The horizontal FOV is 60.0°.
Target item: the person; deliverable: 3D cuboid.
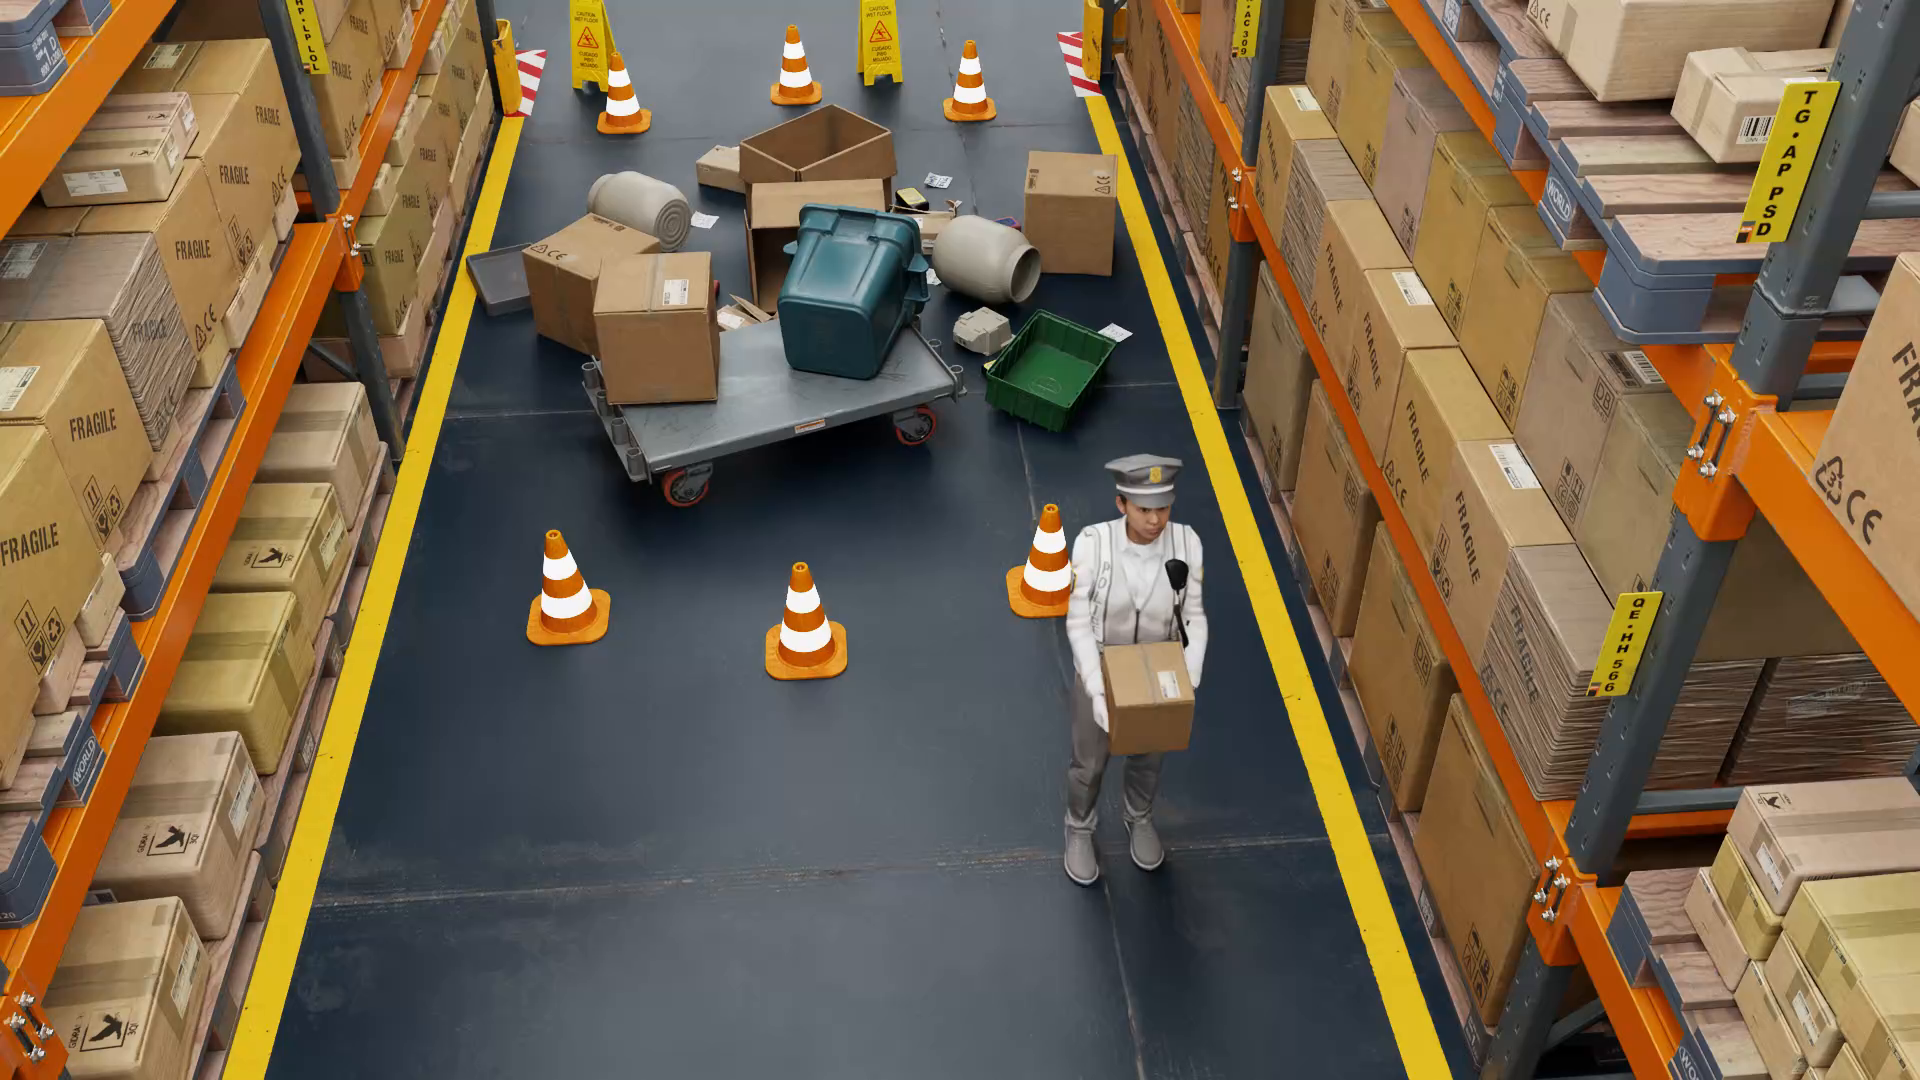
[{"bbox_3d":[0.580,0.470,5.553,0.468,1.697,0.552,-4,39,-4],"label":"person"}]
